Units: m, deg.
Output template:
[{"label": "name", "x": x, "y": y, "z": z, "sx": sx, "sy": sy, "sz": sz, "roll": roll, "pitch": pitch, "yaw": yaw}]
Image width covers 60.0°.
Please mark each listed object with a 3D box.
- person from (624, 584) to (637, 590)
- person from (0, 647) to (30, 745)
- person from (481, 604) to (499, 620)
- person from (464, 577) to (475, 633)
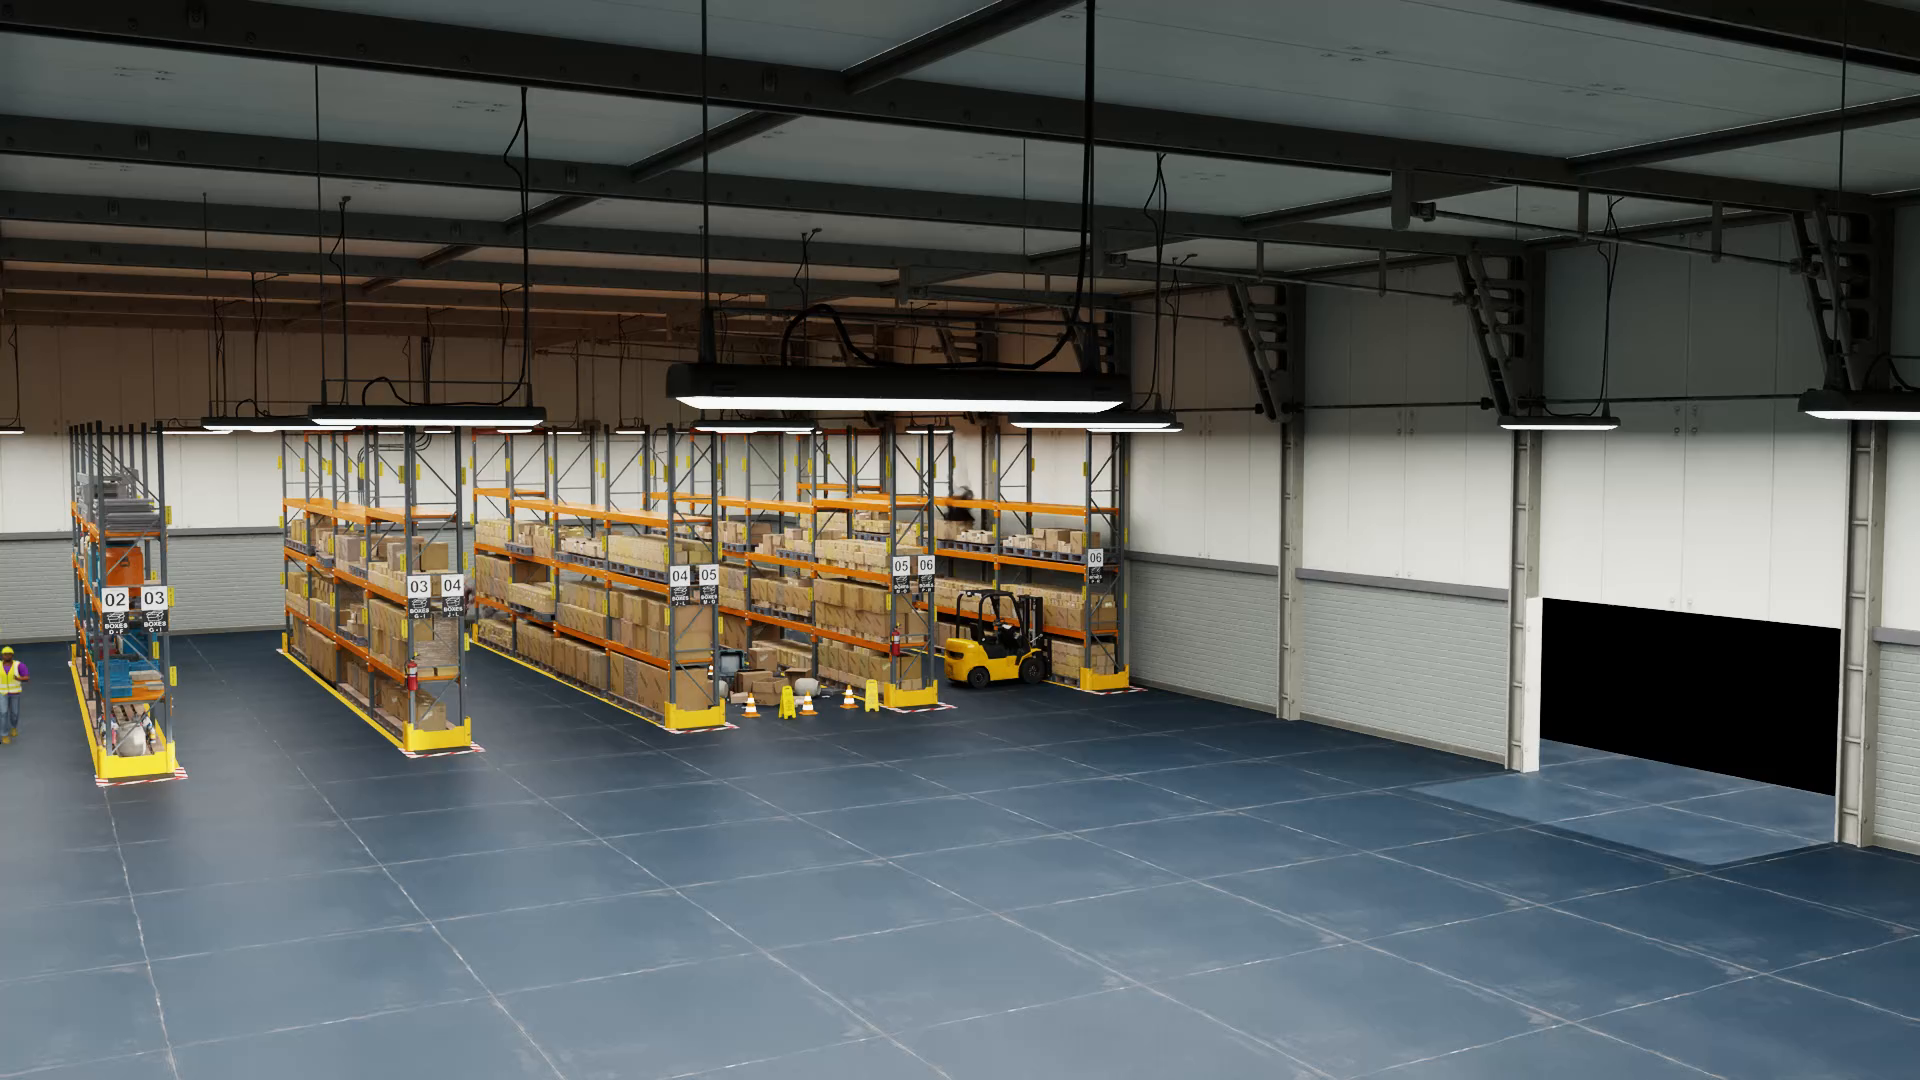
[{"label": "person", "x": -9.966, "y": 1.783, "z": 50.313, "sx": 0.846, "sy": 1.682, "sz": 0.627, "roll": -1, "pitch": 4, "yaw": -17}, {"label": "person", "x": -17.827, "y": 2.888, "z": 31.161, "sx": 0.693, "sy": 1.776, "sz": 0.946, "roll": -2, "pitch": 4, "yaw": -33}, {"label": "person", "x": -13.572, "y": 1.939, "z": 48.137, "sx": 0.565, "sy": 1.709, "sz": 0.736, "roll": 1, "pitch": 4, "yaw": 17}, {"label": "person", "x": -14.171, "y": 1.922, "z": 47.511, "sx": 0.740, "sy": 1.750, "sz": 0.837, "roll": 1, "pitch": 4, "yaw": 23}]
